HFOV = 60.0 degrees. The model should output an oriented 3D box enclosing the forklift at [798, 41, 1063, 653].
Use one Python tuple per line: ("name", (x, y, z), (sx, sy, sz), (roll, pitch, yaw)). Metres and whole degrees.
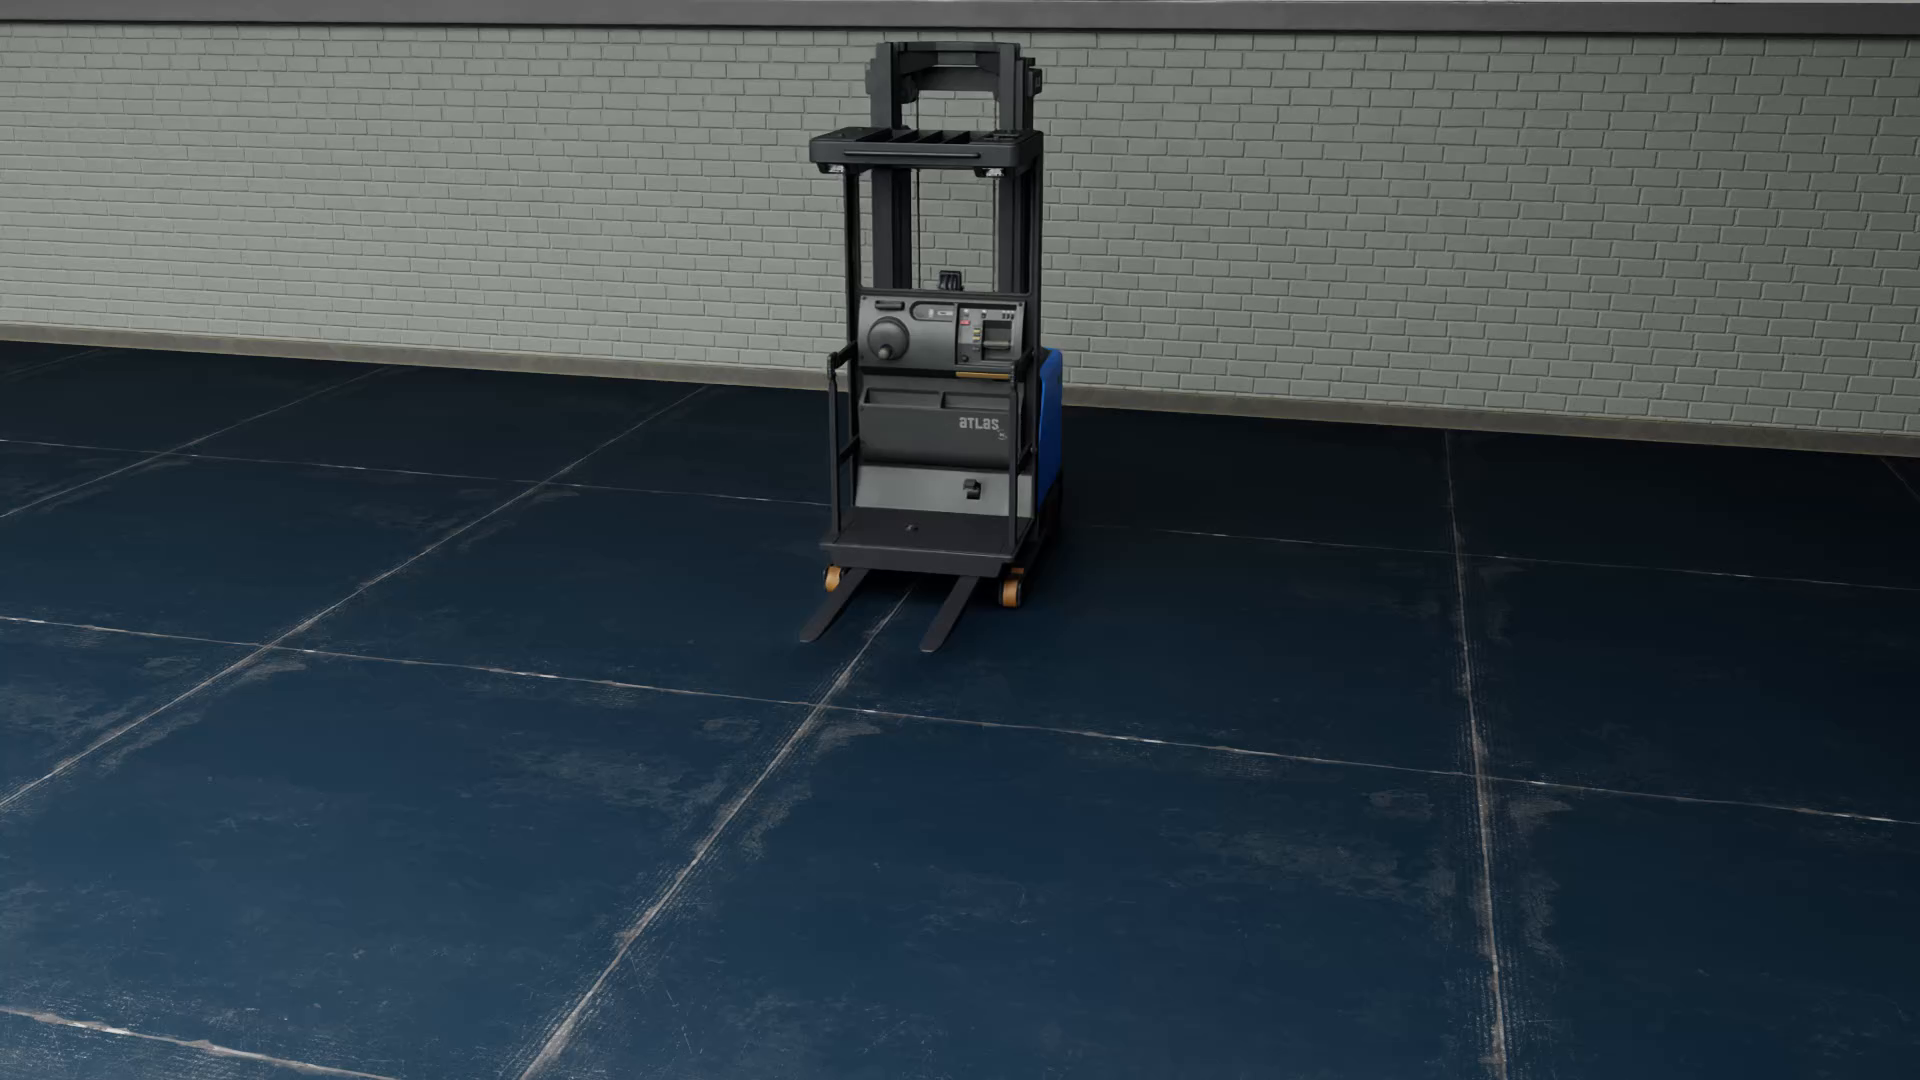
("forklift", (-0.147, -1.144, 9.001), (1.130, 2.935, 3.031), (4, 19, 11))
